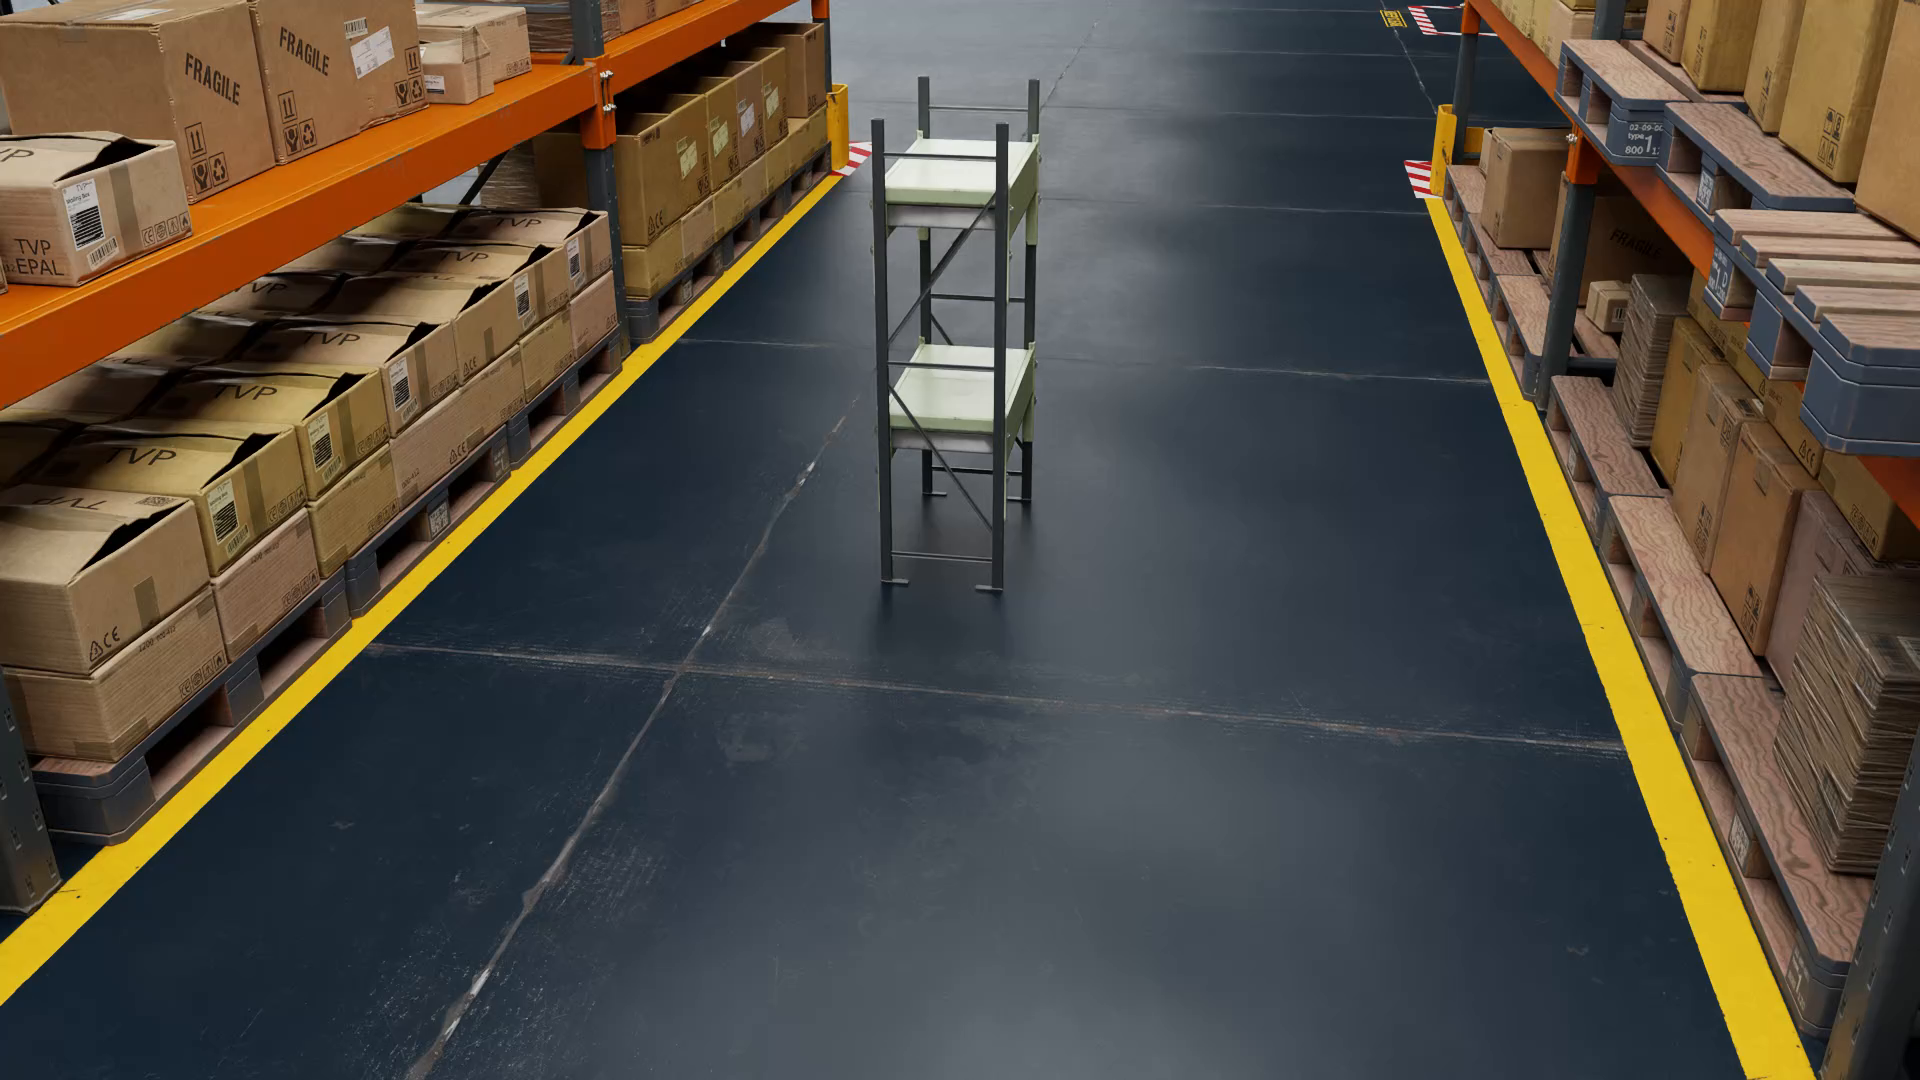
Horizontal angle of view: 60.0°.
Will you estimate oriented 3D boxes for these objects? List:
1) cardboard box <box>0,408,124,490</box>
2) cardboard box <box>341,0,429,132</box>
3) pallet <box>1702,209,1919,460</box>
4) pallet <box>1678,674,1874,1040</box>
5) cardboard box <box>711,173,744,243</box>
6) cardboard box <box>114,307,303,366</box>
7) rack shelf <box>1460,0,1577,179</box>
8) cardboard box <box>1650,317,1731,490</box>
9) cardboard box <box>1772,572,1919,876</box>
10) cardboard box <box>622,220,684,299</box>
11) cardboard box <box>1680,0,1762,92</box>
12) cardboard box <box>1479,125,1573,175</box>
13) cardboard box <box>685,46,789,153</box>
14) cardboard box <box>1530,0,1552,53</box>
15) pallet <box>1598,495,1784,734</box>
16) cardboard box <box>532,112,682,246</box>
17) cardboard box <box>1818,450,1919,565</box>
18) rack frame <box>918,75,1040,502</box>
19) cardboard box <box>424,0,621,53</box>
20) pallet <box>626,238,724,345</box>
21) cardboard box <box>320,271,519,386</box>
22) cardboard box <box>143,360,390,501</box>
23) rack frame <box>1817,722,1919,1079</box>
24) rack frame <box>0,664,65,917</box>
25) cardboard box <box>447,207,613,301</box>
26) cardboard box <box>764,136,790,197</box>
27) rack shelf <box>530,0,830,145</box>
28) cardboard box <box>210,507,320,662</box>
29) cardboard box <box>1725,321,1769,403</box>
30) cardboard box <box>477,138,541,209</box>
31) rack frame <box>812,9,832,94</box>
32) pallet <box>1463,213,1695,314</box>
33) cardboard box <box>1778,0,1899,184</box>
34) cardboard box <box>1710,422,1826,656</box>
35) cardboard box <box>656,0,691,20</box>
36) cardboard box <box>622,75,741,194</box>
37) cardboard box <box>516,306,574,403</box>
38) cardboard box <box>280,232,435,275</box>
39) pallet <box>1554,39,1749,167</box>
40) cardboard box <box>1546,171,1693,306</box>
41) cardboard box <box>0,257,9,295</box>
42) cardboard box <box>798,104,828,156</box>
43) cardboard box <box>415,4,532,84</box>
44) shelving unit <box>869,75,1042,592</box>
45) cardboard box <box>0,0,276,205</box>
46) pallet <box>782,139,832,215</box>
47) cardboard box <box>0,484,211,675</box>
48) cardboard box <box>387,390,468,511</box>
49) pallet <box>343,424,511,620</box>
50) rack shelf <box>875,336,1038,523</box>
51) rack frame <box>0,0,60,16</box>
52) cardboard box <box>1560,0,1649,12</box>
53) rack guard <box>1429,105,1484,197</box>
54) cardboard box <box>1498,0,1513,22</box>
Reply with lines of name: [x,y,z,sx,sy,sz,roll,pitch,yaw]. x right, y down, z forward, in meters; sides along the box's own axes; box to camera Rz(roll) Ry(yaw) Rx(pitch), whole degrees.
cardboard box: [-2.729,-0.194,4.712,0.500,0.311,0.500,4,25,8]
cardboard box: [-2.224,-1.719,5.766,0.500,0.500,0.500,6,26,12]
pallet: [2.249,-0.418,3.331,1.213,0.211,1.003,4,25,9]
pallet: [2.367,0.737,3.927,1.003,0.211,1.213,4,25,9]
cardboard box: [-1.448,-1.749,8.697,0.500,0.250,0.500,4,25,9]
cardboard box: [-2.560,-0.614,5.610,0.500,0.311,0.500,5,25,10]
rack shelf: [3.218,-2.383,8.151,1.077,0.370,4.000,4,25,9]
cardboard box: [2.752,-0.411,5.519,0.700,0.500,0.500,4,25,7]
cardboard box: [2.304,0.429,3.725,0.700,0.500,0.500,4,25,9]
cardboard box: [-1.622,-1.332,7.805,0.500,0.250,0.500,4,25,9]
cardboard box: [2.676,-1.673,5.149,0.700,0.500,0.500,7,26,14]
cardboard box: [3.343,-2.243,9.657,0.500,0.311,0.500,1,25,3]
cardboard box: [-1.286,-2.507,9.431,0.500,0.500,0.500,4,25,9]
cardboard box: [2.759,-2.240,7.151,0.500,0.250,0.500,4,25,9]
pallet: [2.568,0.228,5.013,1.003,0.211,1.213,4,25,9]
cardboard box: [-1.612,-1.671,7.644,0.500,0.500,0.500,4,25,9]
cardboard box: [2.459,-0.145,4.066,0.500,0.250,0.500,4,25,10]
rack frame: [0.061,-0.835,5.765,0.400,1.500,0.023,4,25,9]
cardboard box: [-1.930,-2.445,7.318,0.700,0.500,0.500,3,25,7]
pallet: [-1.825,-1.281,8.237,1.003,0.211,1.213,4,25,9]
cardboard box: [-1.943,-0.797,6.001,0.500,0.311,0.500,4,25,8]
cardboard box: [-2.112,-0.372,5.093,0.500,0.311,0.500,3,25,7]
rack frame: [2.238,-0.199,2.637,1.000,3.000,0.127,4,25,9]
rack frame: [-2.650,-0.541,3.367,1.000,3.000,0.127,4,25,9]
cardboard box: [-1.780,-1.223,6.912,0.500,0.311,0.500,4,25,9]
cardboard box: [-1.289,-2.168,9.591,0.500,0.250,0.500,4,25,9]
rack shelf: [-1.670,-2.725,8.881,1.077,0.370,4.000,4,25,9]
cardboard box: [-2.194,0.105,4.735,0.500,0.250,0.500,3,25,7]
cardboard box: [2.637,-0.568,4.970,0.500,0.250,0.500,3,25,7]
cardboard box: [-2.043,-1.916,8.168,0.500,0.500,0.500,4,25,9]
rack frame: [-1.343,-3.887,10.515,1.000,3.000,0.127,4,25,9]
pallet: [3.163,-1.404,8.501,1.003,0.211,1.213,4,25,9]
cardboard box: [2.486,-1.164,4.061,0.700,0.500,0.500,4,25,9]
cardboard box: [2.556,0.012,4.616,0.700,0.500,0.500,4,25,8]
cardboard box: [-1.764,-2.876,8.238,0.700,0.500,0.500,4,25,9]
cardboard box: [-1.448,-2.089,8.538,0.500,0.500,0.500,4,25,9]
cardboard box: [-1.863,-0.754,6.570,0.500,0.250,0.500,4,25,8]
cardboard box: [-2.397,-1.048,6.537,0.500,0.311,0.500,4,25,8]
pallet: [2.623,-1.476,5.591,1.003,0.211,1.213,4,25,9]
cardboard box: [3.021,-1.376,7.581,0.500,0.500,0.500,2,25,5]
cardboard box: [-2.548,-0.650,3.705,0.500,0.311,0.500,6,26,12]
cardboard box: [-1.139,-2.587,10.486,0.500,0.250,0.500,4,25,9]
cardboard box: [-2.034,-1.937,6.527,0.500,0.250,0.500,6,26,12]
shelving unit: [0.001,-0.682,5.438,0.431,1.500,0.755,4,25,9]
cardboard box: [-2.392,-1.289,4.848,0.500,0.500,0.500,3,25,6]
pallet: [-1.426,-2.301,10.417,1.003,0.211,1.213,4,25,9]
cardboard box: [-2.275,0.062,4.167,0.500,0.311,0.500,5,26,10]
cardboard box: [-2.030,-0.327,5.658,0.500,0.250,0.500,5,25,10]
pallet: [-2.275,-0.128,5.775,1.003,0.211,1.213,4,25,9]
rack shelf: [0.001,-0.387,5.576,0.431,0.370,0.720,4,25,9]
rack frame: [-6.229,-4.232,11.252,1.000,3.000,0.127,4,25,9]
cardboard box: [2.663,-2.372,6.548,0.500,0.500,0.500,4,25,8]
rack guard: [3.533,-2.381,10.248,1.175,0.500,0.348,4,25,9]
cardboard box: [2.907,-2.662,8.052,0.500,0.250,0.500,4,25,9]
